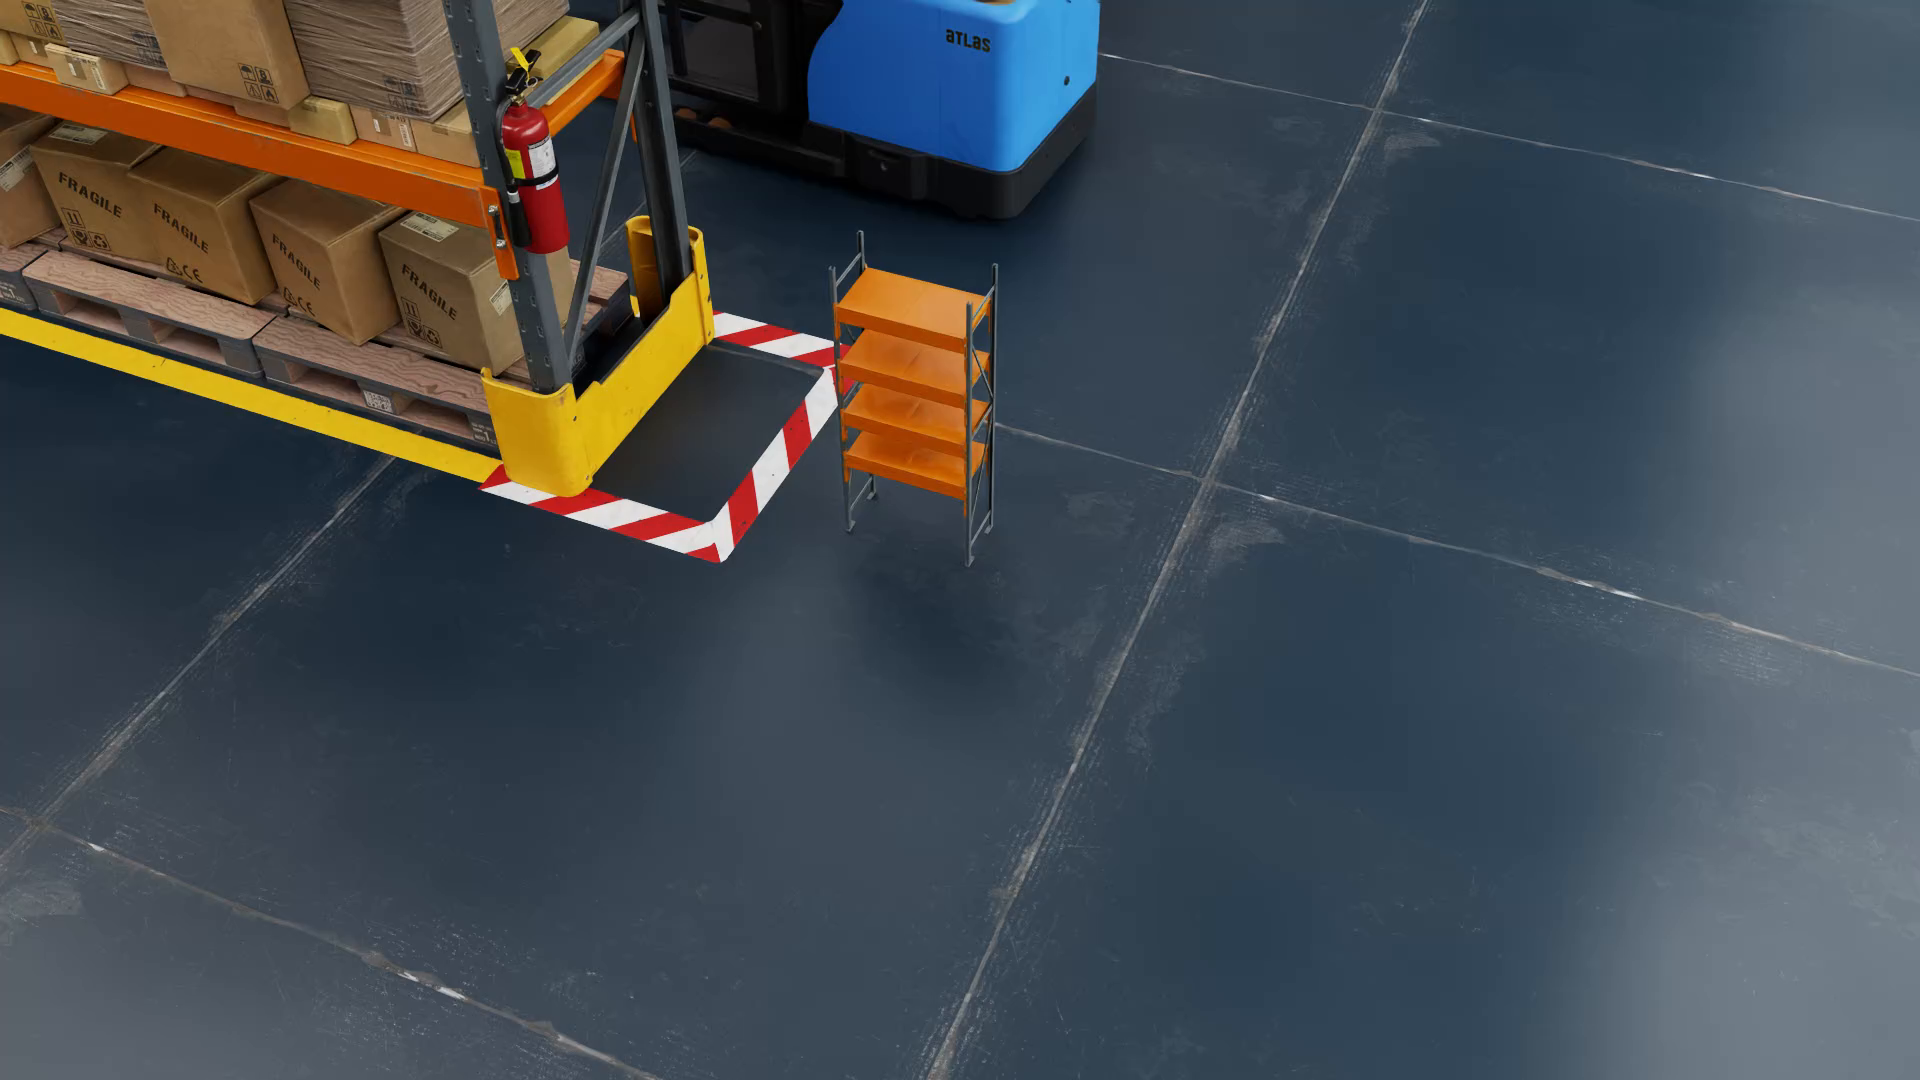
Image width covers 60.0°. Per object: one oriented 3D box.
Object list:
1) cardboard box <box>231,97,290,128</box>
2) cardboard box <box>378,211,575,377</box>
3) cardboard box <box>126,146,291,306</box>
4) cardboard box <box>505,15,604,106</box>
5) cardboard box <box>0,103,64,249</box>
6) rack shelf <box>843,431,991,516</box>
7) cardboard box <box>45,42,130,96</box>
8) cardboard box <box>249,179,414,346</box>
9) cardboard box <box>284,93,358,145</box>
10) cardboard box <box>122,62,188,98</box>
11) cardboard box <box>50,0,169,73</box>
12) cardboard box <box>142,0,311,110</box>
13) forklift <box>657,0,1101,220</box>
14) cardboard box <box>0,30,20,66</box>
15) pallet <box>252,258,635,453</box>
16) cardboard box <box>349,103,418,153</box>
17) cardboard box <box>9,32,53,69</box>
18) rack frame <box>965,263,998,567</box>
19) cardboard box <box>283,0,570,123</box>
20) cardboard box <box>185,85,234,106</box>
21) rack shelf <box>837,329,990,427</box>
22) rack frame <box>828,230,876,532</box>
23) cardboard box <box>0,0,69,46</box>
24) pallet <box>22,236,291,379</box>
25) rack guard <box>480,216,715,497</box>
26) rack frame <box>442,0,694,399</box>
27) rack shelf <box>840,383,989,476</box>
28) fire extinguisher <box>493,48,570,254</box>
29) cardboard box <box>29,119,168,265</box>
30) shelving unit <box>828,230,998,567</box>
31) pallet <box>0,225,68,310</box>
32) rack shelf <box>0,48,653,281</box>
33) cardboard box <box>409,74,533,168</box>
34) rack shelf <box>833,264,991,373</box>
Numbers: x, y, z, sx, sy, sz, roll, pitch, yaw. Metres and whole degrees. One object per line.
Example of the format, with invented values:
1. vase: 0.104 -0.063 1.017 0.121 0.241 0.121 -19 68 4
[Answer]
1. cardboard box: -2.393 -1.654 5.964 0.250 0.149 0.380 16 47 16
2. cardboard box: -1.914 -1.063 6.666 0.500 0.500 0.500 25 50 23
3. cardboard box: -3.050 -1.385 6.990 0.500 0.500 0.500 21 48 19
4. cardboard box: -1.516 -1.763 6.074 0.250 0.149 0.380 16 47 16
5. cardboard box: -4.151 -1.684 7.290 0.500 0.500 0.500 32 53 28
6. rack shelf: -0.153 -0.282 6.059 0.480 0.148 0.258 16 47 16
7. cardboard box: -3.112 -1.813 6.123 0.250 0.149 0.380 16 47 16
8. cardboard box: -2.479 -1.203 6.807 0.500 0.500 0.500 29 52 26
9. cardboard box: -2.168 -1.576 5.886 0.250 0.149 0.380 16 47 16
10. cardboard box: -2.847 -1.803 6.113 0.250 0.149 0.380 16 47 16
11. cardboard box: -2.794 -2.149 6.002 0.500 0.500 0.875 16 47 16
12. cardboard box: -2.349 -1.986 5.837 0.500 0.500 0.875 16 47 16
13. forklift: -0.880 -3.246 7.434 3.031 2.935 1.130 20 48 19
14. cardboard box: -3.564 -1.964 6.275 0.250 0.149 0.380 16 47 16
15. pallet: -2.151 -0.896 7.000 1.213 0.211 1.003 16 47 16
16. cardboard box: -1.917 -1.542 5.851 0.250 0.149 0.380 16 47 16
17. cardboard box: -3.316 -1.926 6.237 0.250 0.149 0.380 16 47 16
18. rack frame: 0.072 -0.404 5.805 0.015 1.200 0.240 16 47 16
19. cardboard box: -1.841 -1.928 5.779 0.500 0.500 0.875 16 47 16
20. cardboard box: -2.607 -1.749 6.059 0.250 0.149 0.380 16 47 16
21. rack shelf: -0.153 -0.581 5.762 0.480 0.148 0.258 16 47 16
22. rack frame: -0.378 -0.537 5.939 0.015 1.200 0.240 16 47 16
23. cardboard box: -3.251 -2.293 6.146 0.500 0.500 0.875 16 47 16
24. pallet: -3.273 -1.228 7.334 1.213 0.211 1.003 16 47 16
25. rack guard: -1.415 -0.754 6.654 0.348 0.500 1.175 16 47 16
26. rack frame: -1.344 -1.620 5.751 0.127 3.000 1.000 16 47 16
27. rack shelf: -0.153 -0.423 5.919 0.480 0.148 0.258 16 47 16
28. fire extinguisher: -1.416 -1.261 5.446 0.183 0.674 0.296 16 47 16
29. cardboard box: -3.548 -1.566 7.172 0.500 0.500 0.500 13 46 12
30. shelving unit: -0.153 -0.470 5.872 0.503 1.200 0.258 16 47 16
31. pallet: -4.403 -1.558 7.666 1.213 0.211 1.003 16 47 16
32. rack shelf: -3.190 -1.908 6.551 4.000 0.370 1.077 16 47 16
33. cardboard box: -1.687 -1.474 5.783 0.250 0.149 0.380 16 47 16
34. rack shelf: -0.153 -0.749 5.595 0.480 0.148 0.258 16 47 16
